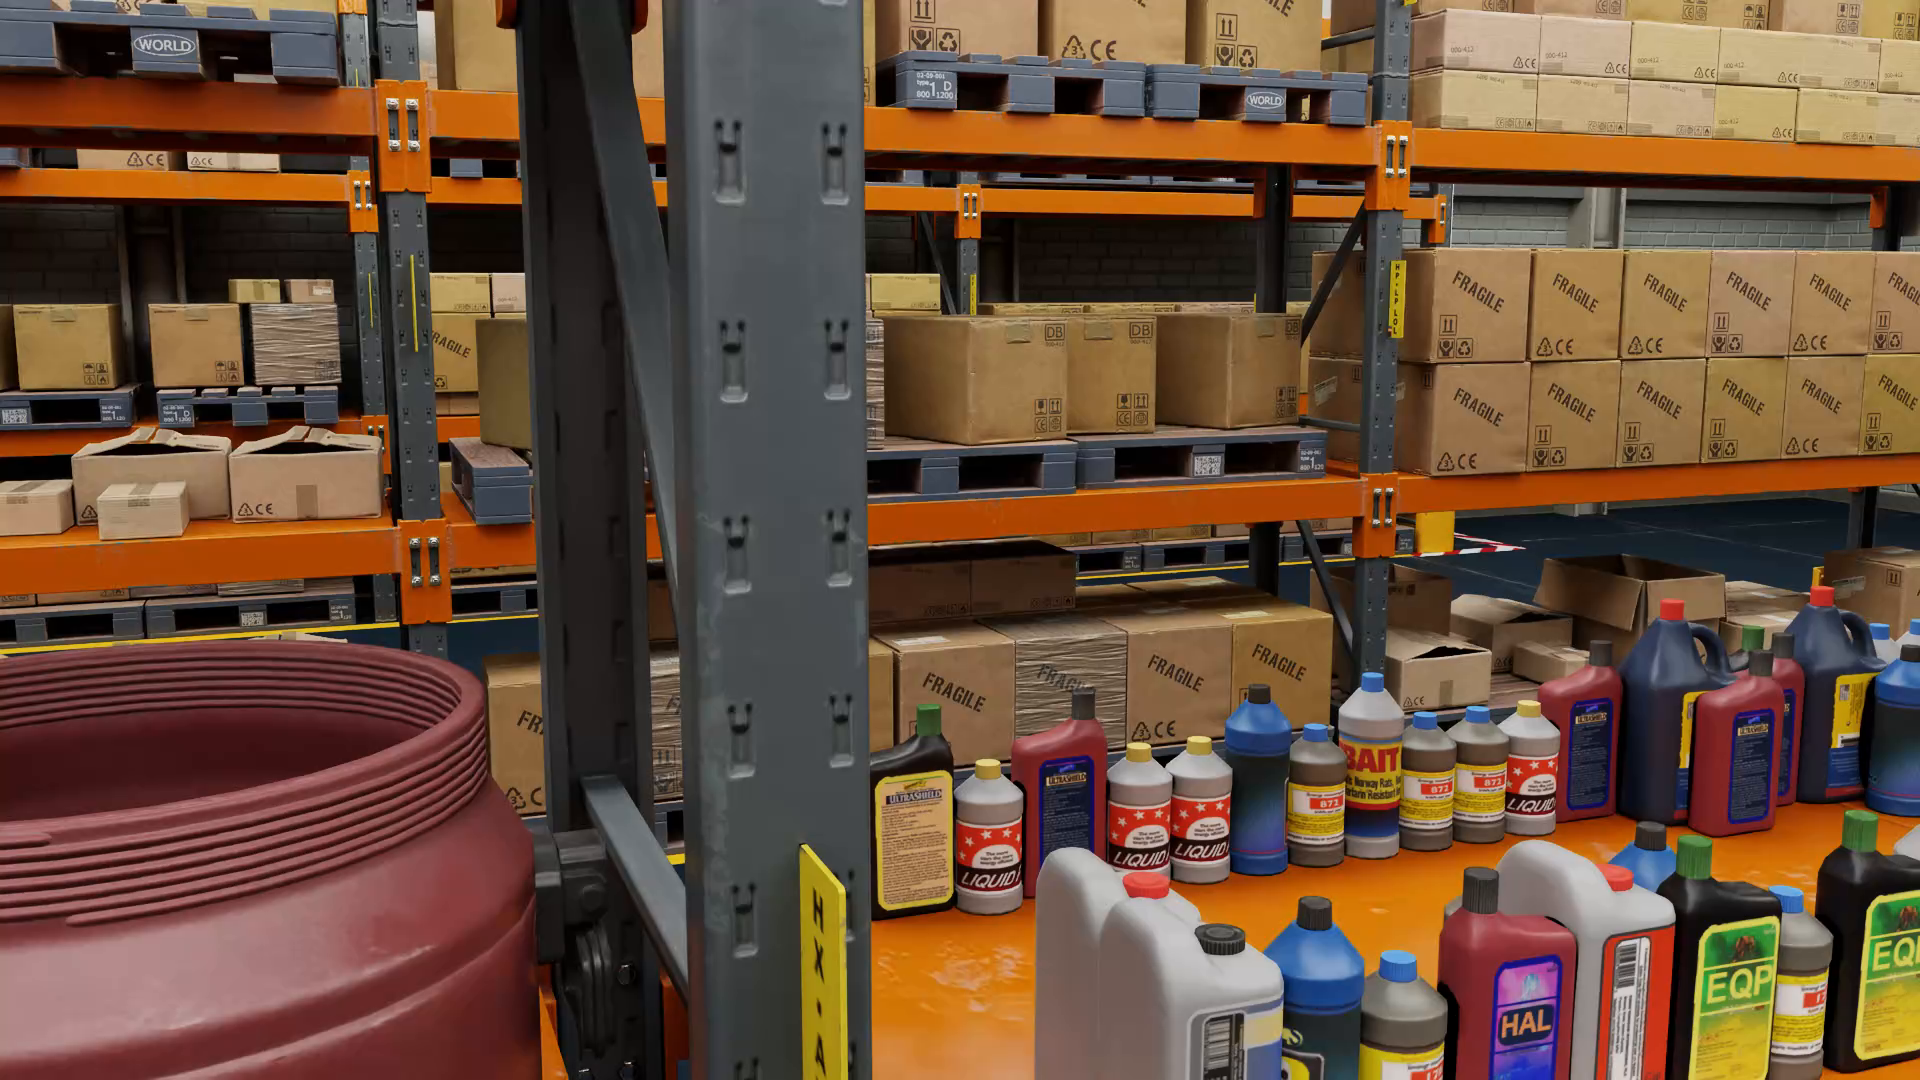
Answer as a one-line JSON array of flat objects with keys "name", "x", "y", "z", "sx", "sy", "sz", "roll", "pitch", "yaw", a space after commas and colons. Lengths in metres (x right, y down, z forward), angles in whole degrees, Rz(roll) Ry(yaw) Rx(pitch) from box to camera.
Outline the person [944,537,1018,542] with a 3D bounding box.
[{"name": "person", "x": 0.111, "y": -0.134, "z": 9.561, "sx": 0.605, "sy": 1.636, "sz": 0.389, "roll": -4, "pitch": 10, "yaw": -24}]
